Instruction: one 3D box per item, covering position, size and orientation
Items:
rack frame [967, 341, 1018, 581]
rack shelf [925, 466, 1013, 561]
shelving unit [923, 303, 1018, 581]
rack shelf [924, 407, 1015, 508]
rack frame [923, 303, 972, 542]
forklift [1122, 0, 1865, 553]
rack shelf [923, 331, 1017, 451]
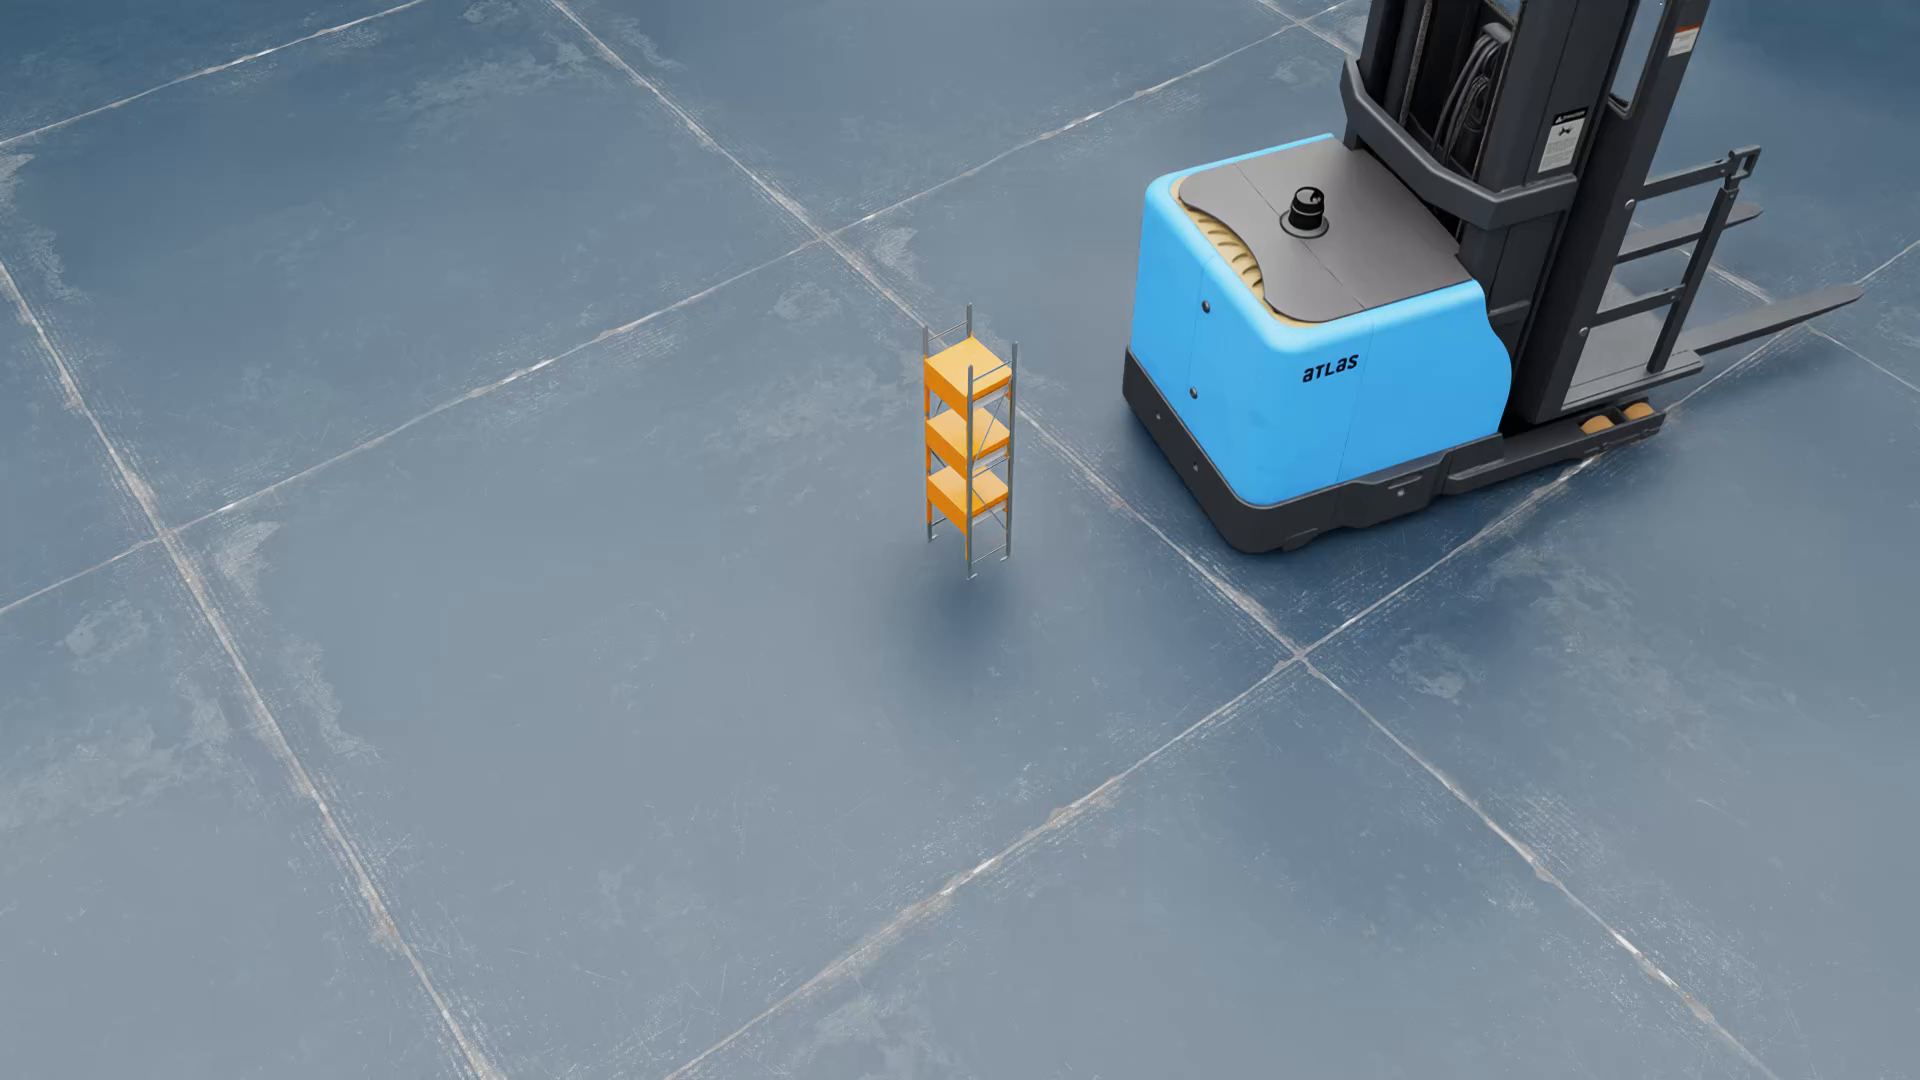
[{"bbox_3d":[0.106,-0.249,5.767,0.200,1.050,0.008,-29,54,-24],"label":"rack frame"},{"bbox_3d":[0.032,-0.127,6.046,0.215,0.259,0.240,-29,54,-24],"label":"rack shelf"},{"bbox_3d":[0.032,-0.321,5.832,0.215,1.050,0.252,-29,54,-24],"label":"shelving unit"},{"bbox_3d":[0.032,-0.314,5.840,0.215,0.259,0.240,-29,54,-24],"label":"rack shelf"},{"bbox_3d":[-0.041,-0.393,5.898,0.200,1.050,0.008,-29,54,-24],"label":"rack frame"},{"bbox_3d":[2.220,-1.654,5.771,3.031,2.935,1.130,-17,50,-15],"label":"forklift"},{"bbox_3d":[0.032,-0.505,5.630,0.215,0.259,0.240,-29,54,-24],"label":"rack shelf"}]
